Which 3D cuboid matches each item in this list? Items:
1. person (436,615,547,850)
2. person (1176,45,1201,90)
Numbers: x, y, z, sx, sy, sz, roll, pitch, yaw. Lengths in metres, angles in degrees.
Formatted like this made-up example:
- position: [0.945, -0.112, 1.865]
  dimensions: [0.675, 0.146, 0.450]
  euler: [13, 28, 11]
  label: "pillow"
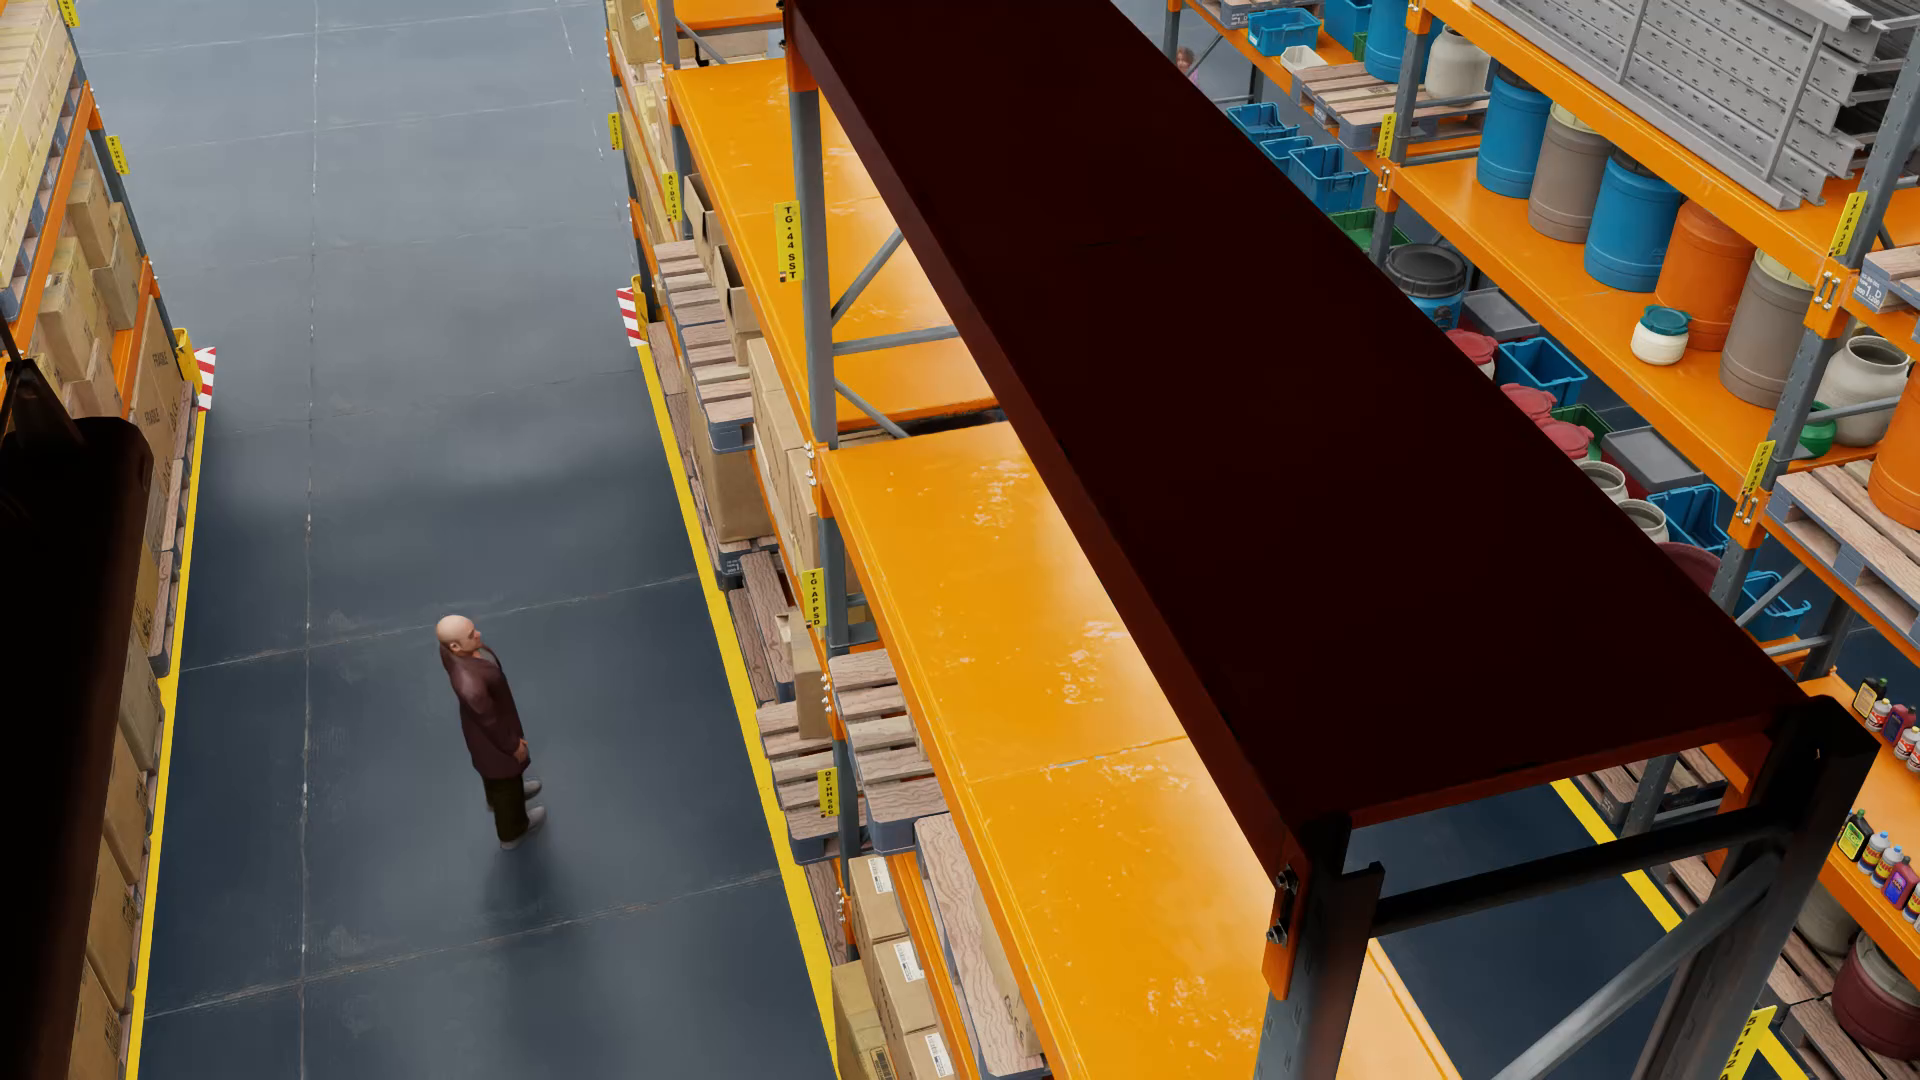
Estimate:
- position: [-2.712, 1.082, 9.779]
  dimensions: [0.482, 1.783, 0.596]
  euler: [-24, 44, -28]
  label: "person"
- position: [2.223, -4.205, 16.846]
  dimensions: [0.434, 1.613, 0.473]
  euler: [-8, 39, -10]
  label: "person"
